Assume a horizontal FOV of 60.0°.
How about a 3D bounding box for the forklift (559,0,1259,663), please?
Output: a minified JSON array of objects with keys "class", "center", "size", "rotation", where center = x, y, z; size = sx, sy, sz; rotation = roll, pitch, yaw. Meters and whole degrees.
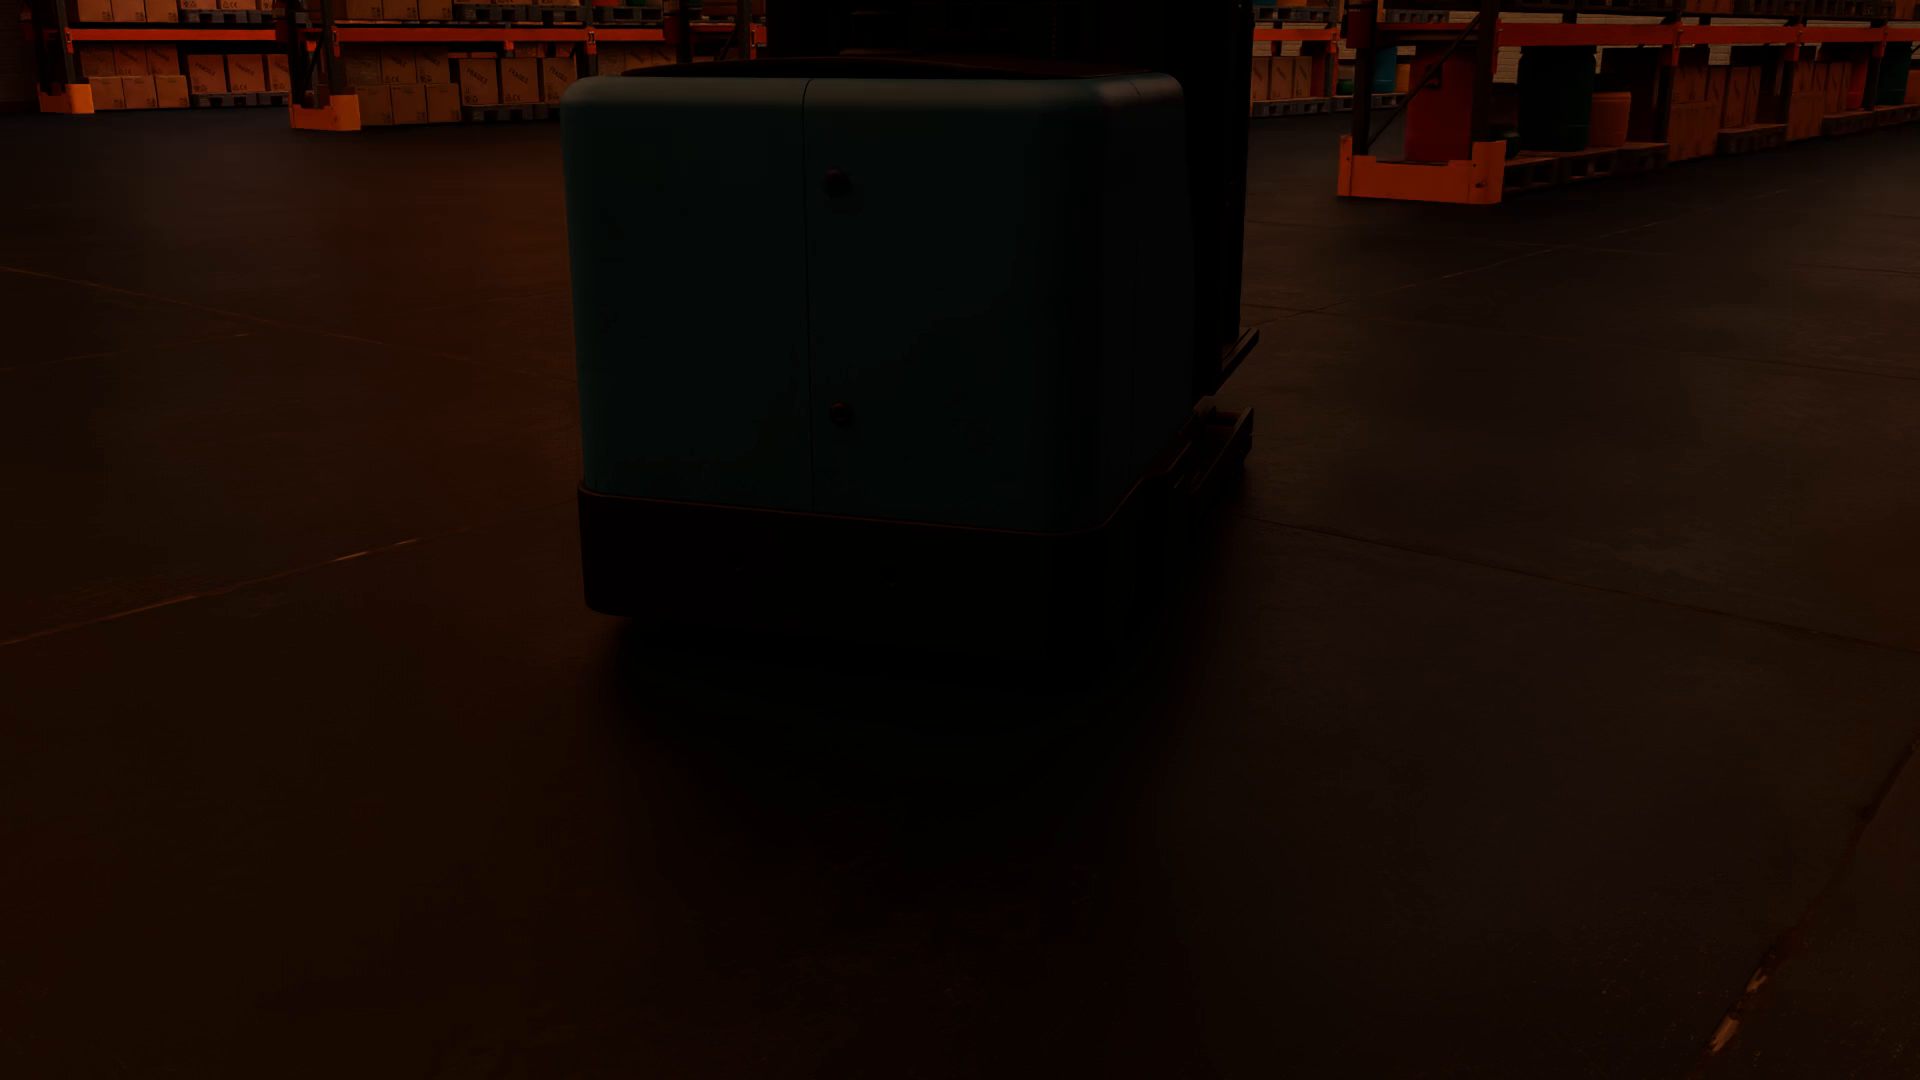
[{"class":"forklift","center":[0.182,-1.571,4.072],"size":[1.130,2.935,3.031],"rotation":[5,18,17]}]
